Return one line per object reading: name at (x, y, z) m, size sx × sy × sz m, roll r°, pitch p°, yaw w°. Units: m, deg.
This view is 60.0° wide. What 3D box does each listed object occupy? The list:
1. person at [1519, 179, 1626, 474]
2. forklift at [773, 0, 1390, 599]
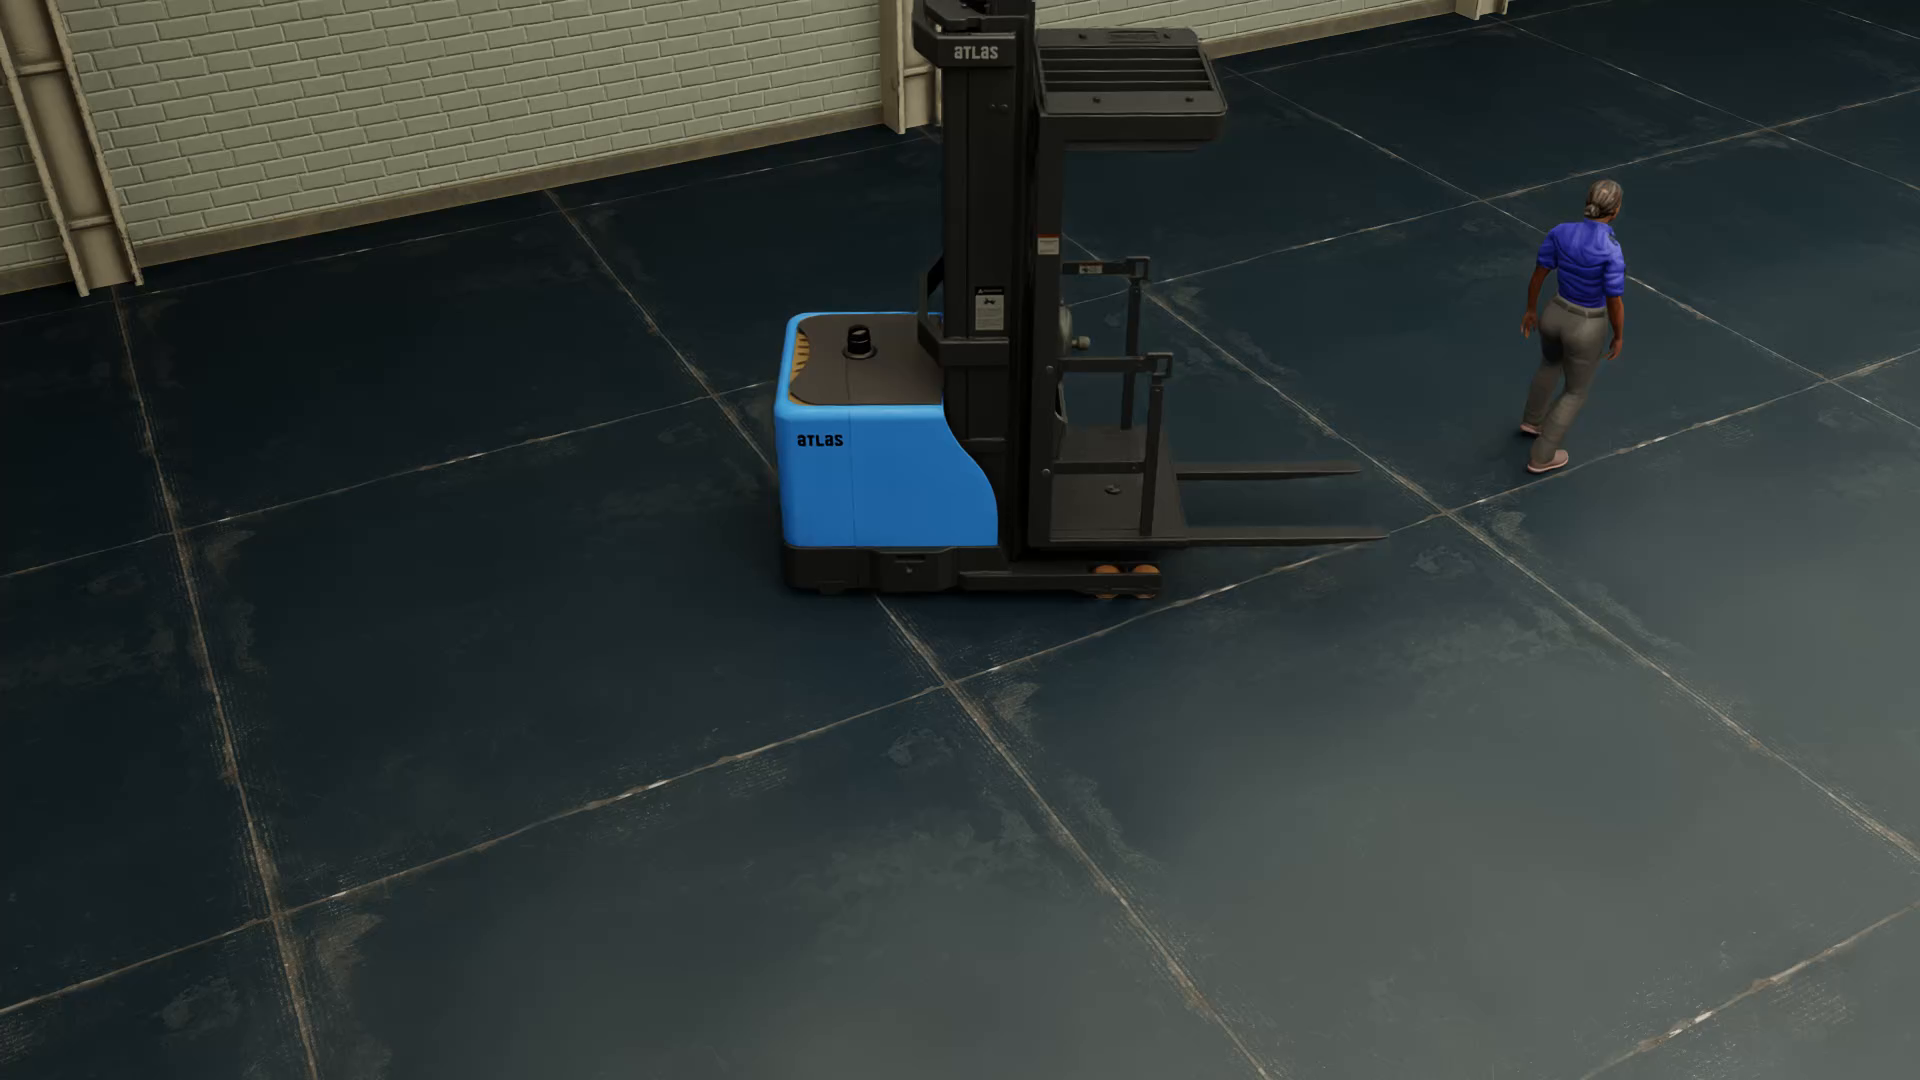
person at (3.303, -1.137, 8.910) m, size 0.513 × 1.704 × 0.559 m, roll -21°, pitch 41°, yaw -27°
forklift at (0.628, -1.213, 7.840) m, size 3.031 × 2.935 × 1.130 m, roll 0°, pitch 35°, yaw -1°
